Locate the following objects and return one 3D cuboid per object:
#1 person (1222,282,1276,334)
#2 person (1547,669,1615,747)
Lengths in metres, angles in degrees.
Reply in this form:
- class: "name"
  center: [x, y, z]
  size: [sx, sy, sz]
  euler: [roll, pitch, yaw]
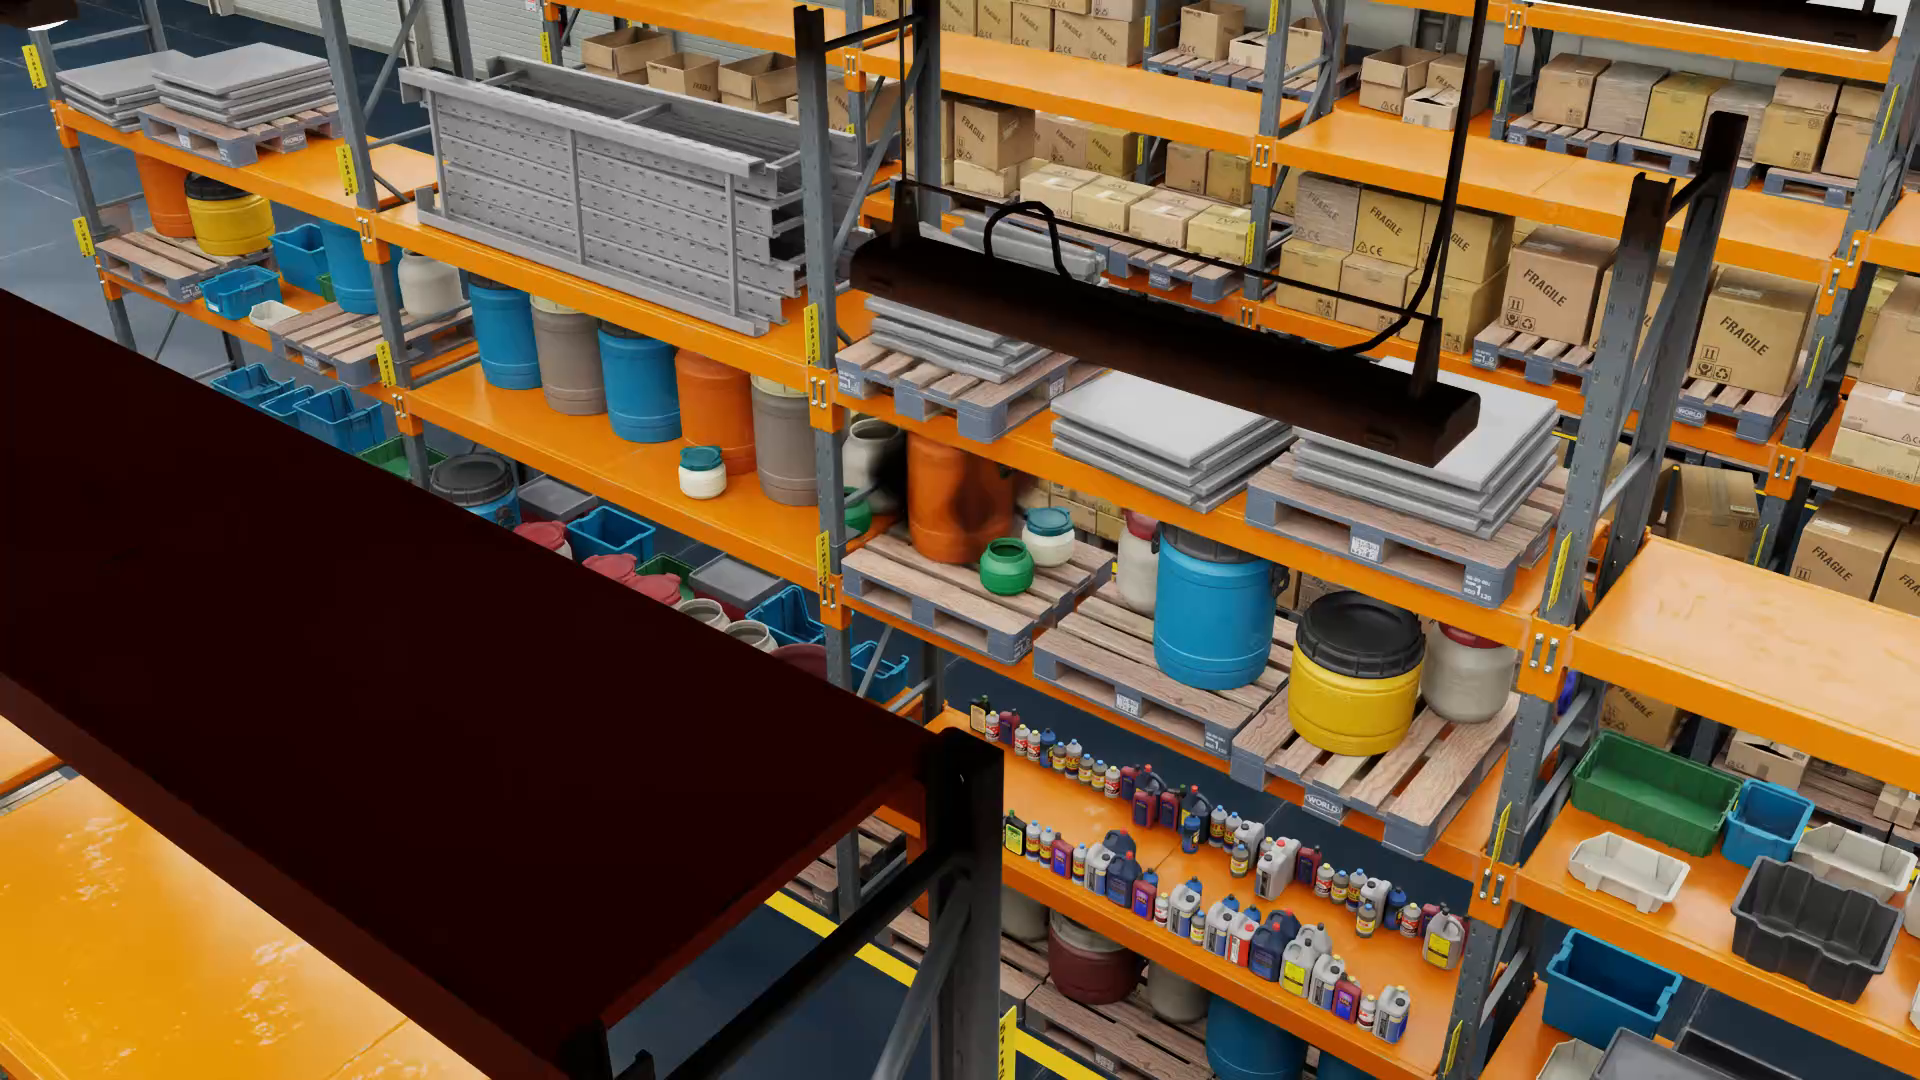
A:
- class: "person"
  center: [3.032, -2.451, 17.622]
  size: [0.541, 1.729, 0.501]
  euler: [-7, 32, -11]
- class: "person"
  center: [4.132, 1.298, 11.296]
  size: [1.030, 1.617, 0.631]
  euler: [23, 38, 32]
